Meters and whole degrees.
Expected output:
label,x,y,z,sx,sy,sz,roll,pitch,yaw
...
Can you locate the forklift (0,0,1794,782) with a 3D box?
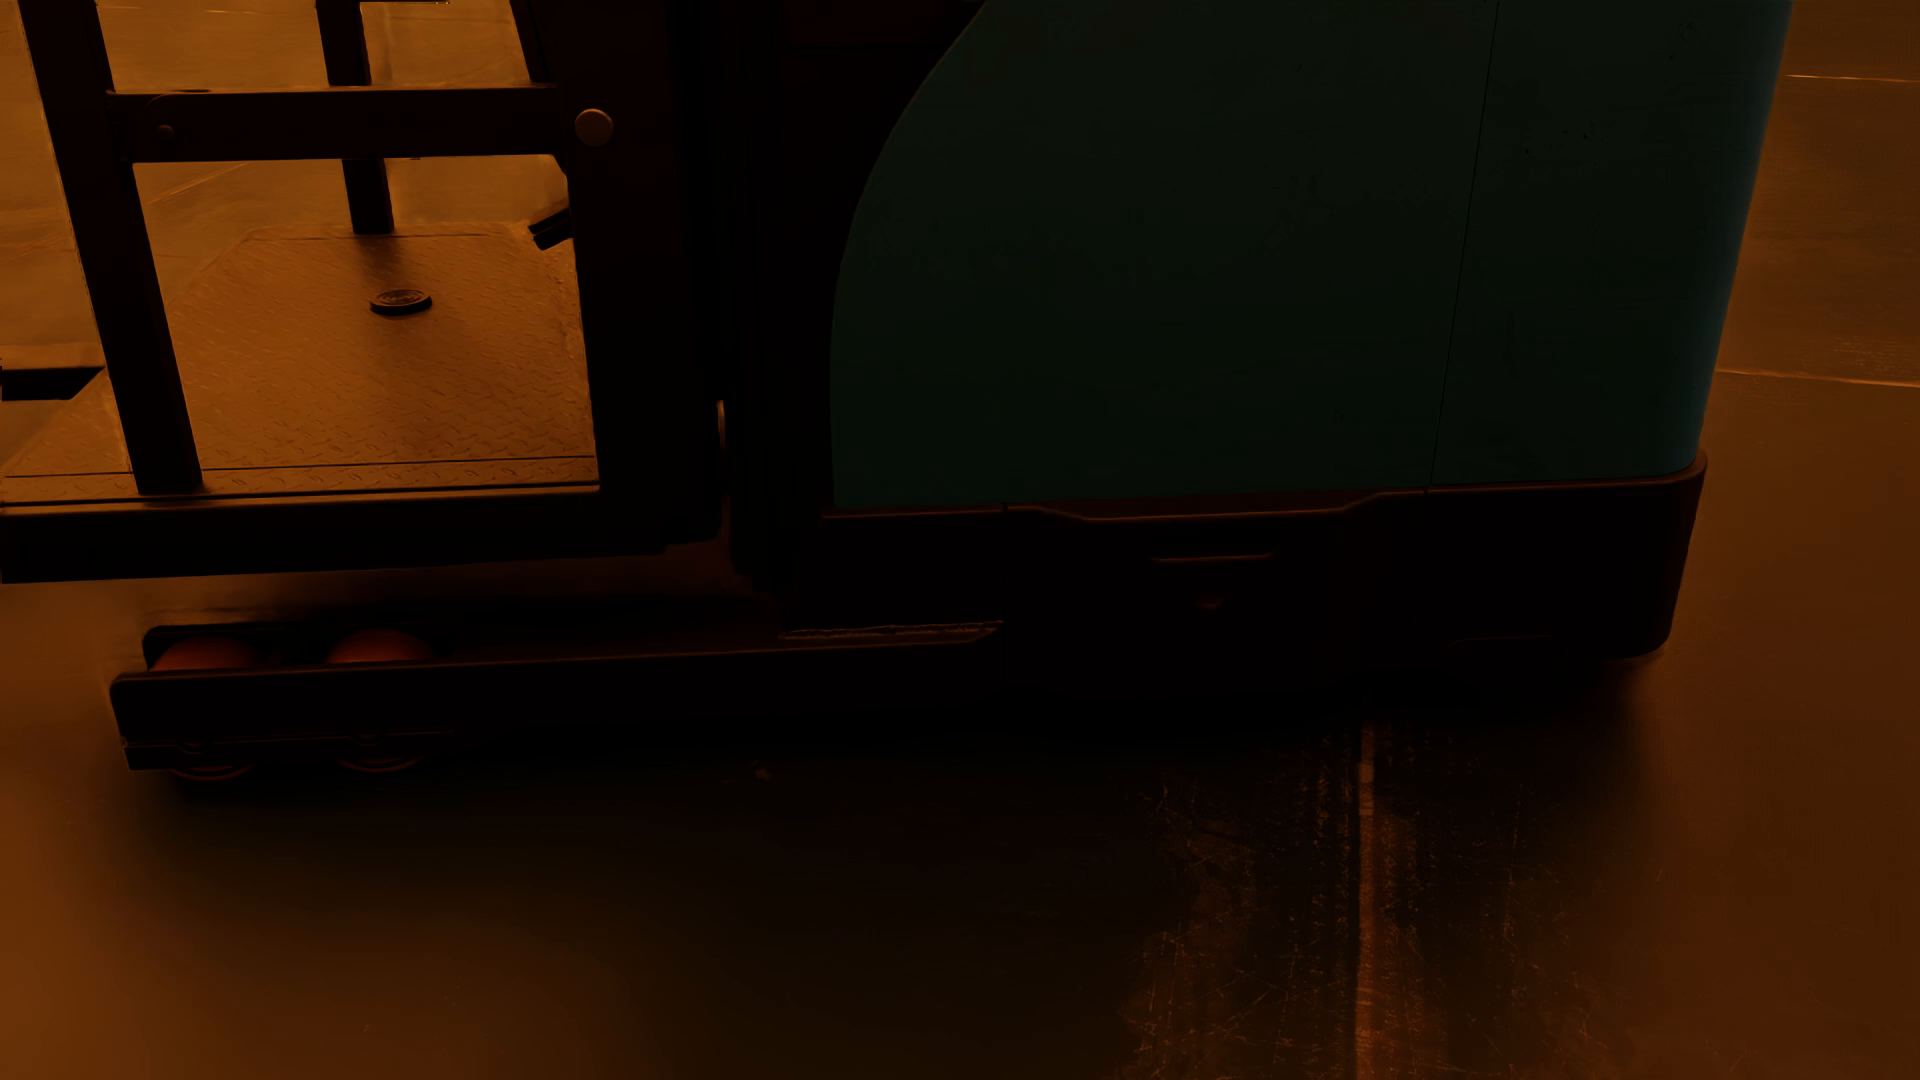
label,x,y,z,sx,sy,sz,roll,pitch,yaw
forklift,-0.640,-1.276,1.775,3.031,2.935,1.130,-2,27,-5
